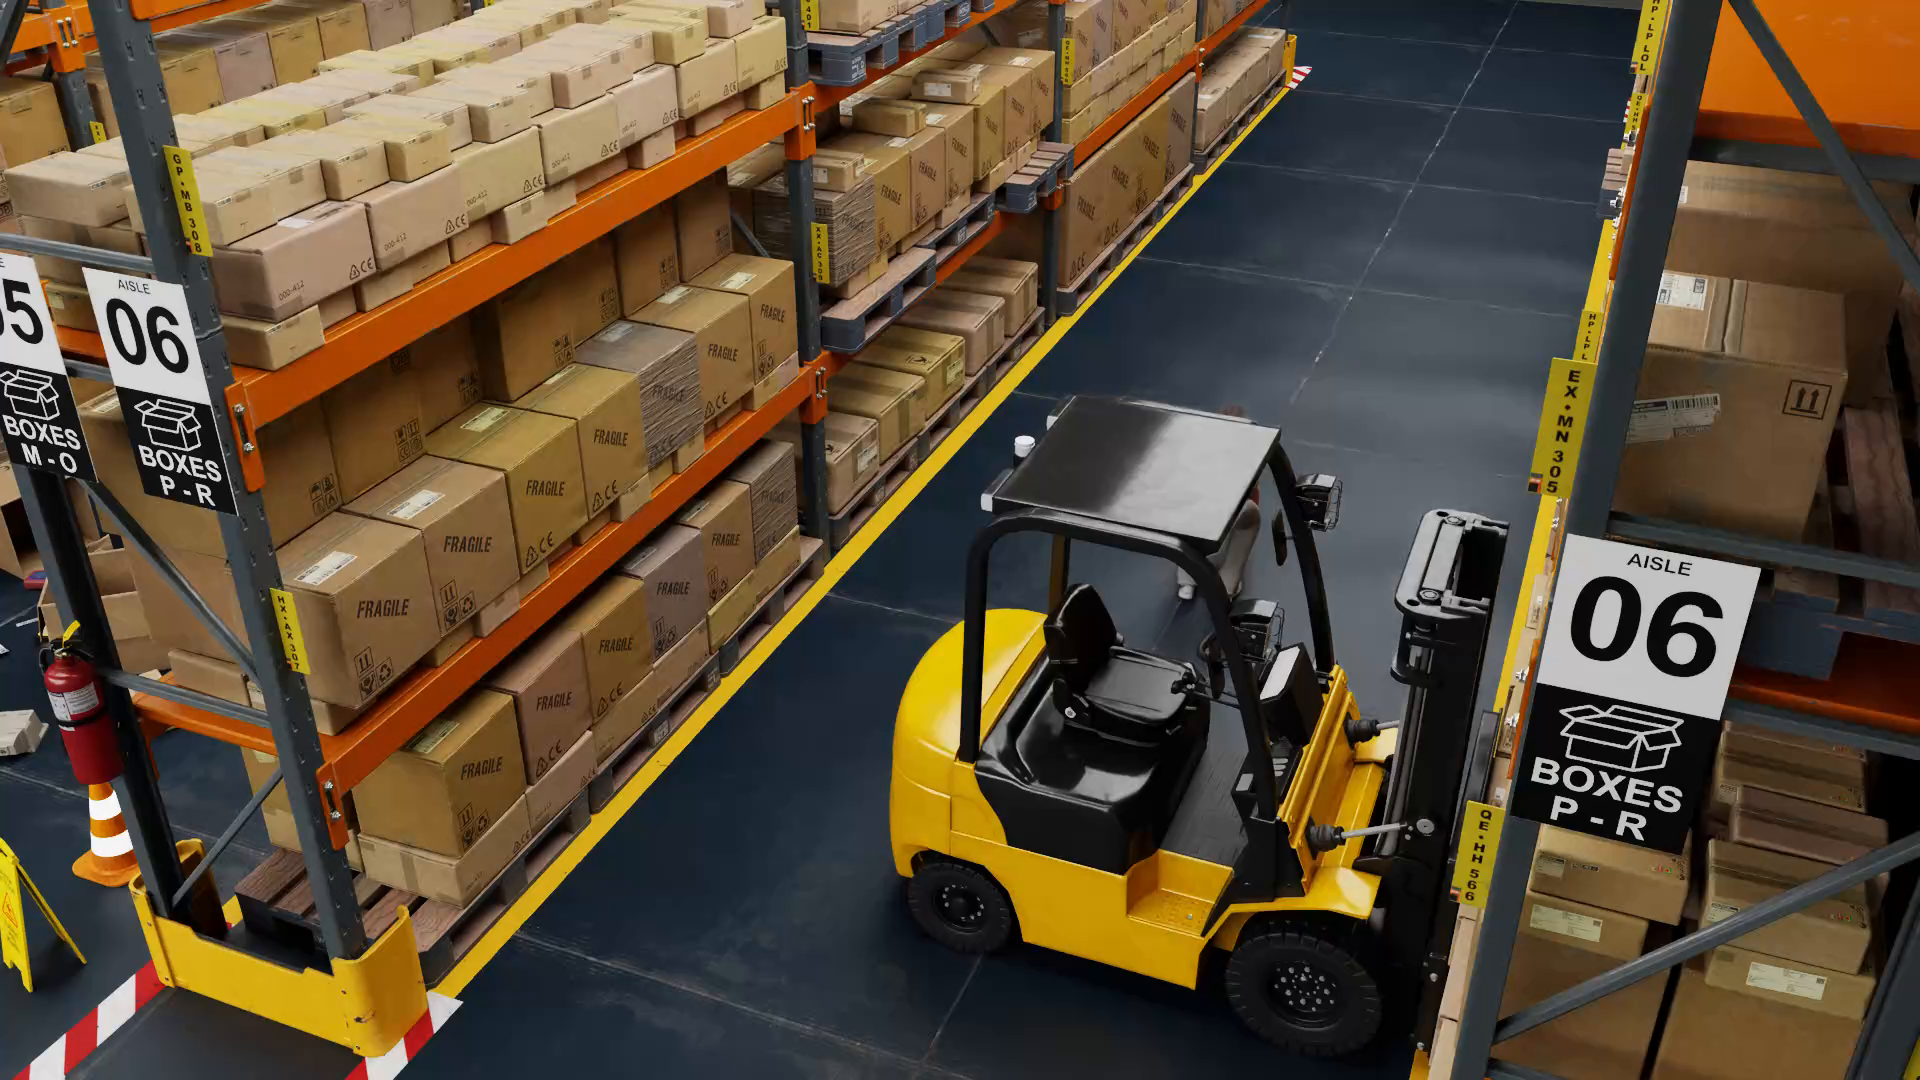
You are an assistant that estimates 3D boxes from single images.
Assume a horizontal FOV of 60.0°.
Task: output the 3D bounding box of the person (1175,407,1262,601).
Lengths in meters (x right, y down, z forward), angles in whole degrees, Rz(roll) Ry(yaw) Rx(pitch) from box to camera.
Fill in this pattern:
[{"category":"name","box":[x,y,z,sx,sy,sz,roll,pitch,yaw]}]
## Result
[{"category":"person","box":[1.479,-0.190,9.454,0.475,0.954,0.865,10,31,17]}]
